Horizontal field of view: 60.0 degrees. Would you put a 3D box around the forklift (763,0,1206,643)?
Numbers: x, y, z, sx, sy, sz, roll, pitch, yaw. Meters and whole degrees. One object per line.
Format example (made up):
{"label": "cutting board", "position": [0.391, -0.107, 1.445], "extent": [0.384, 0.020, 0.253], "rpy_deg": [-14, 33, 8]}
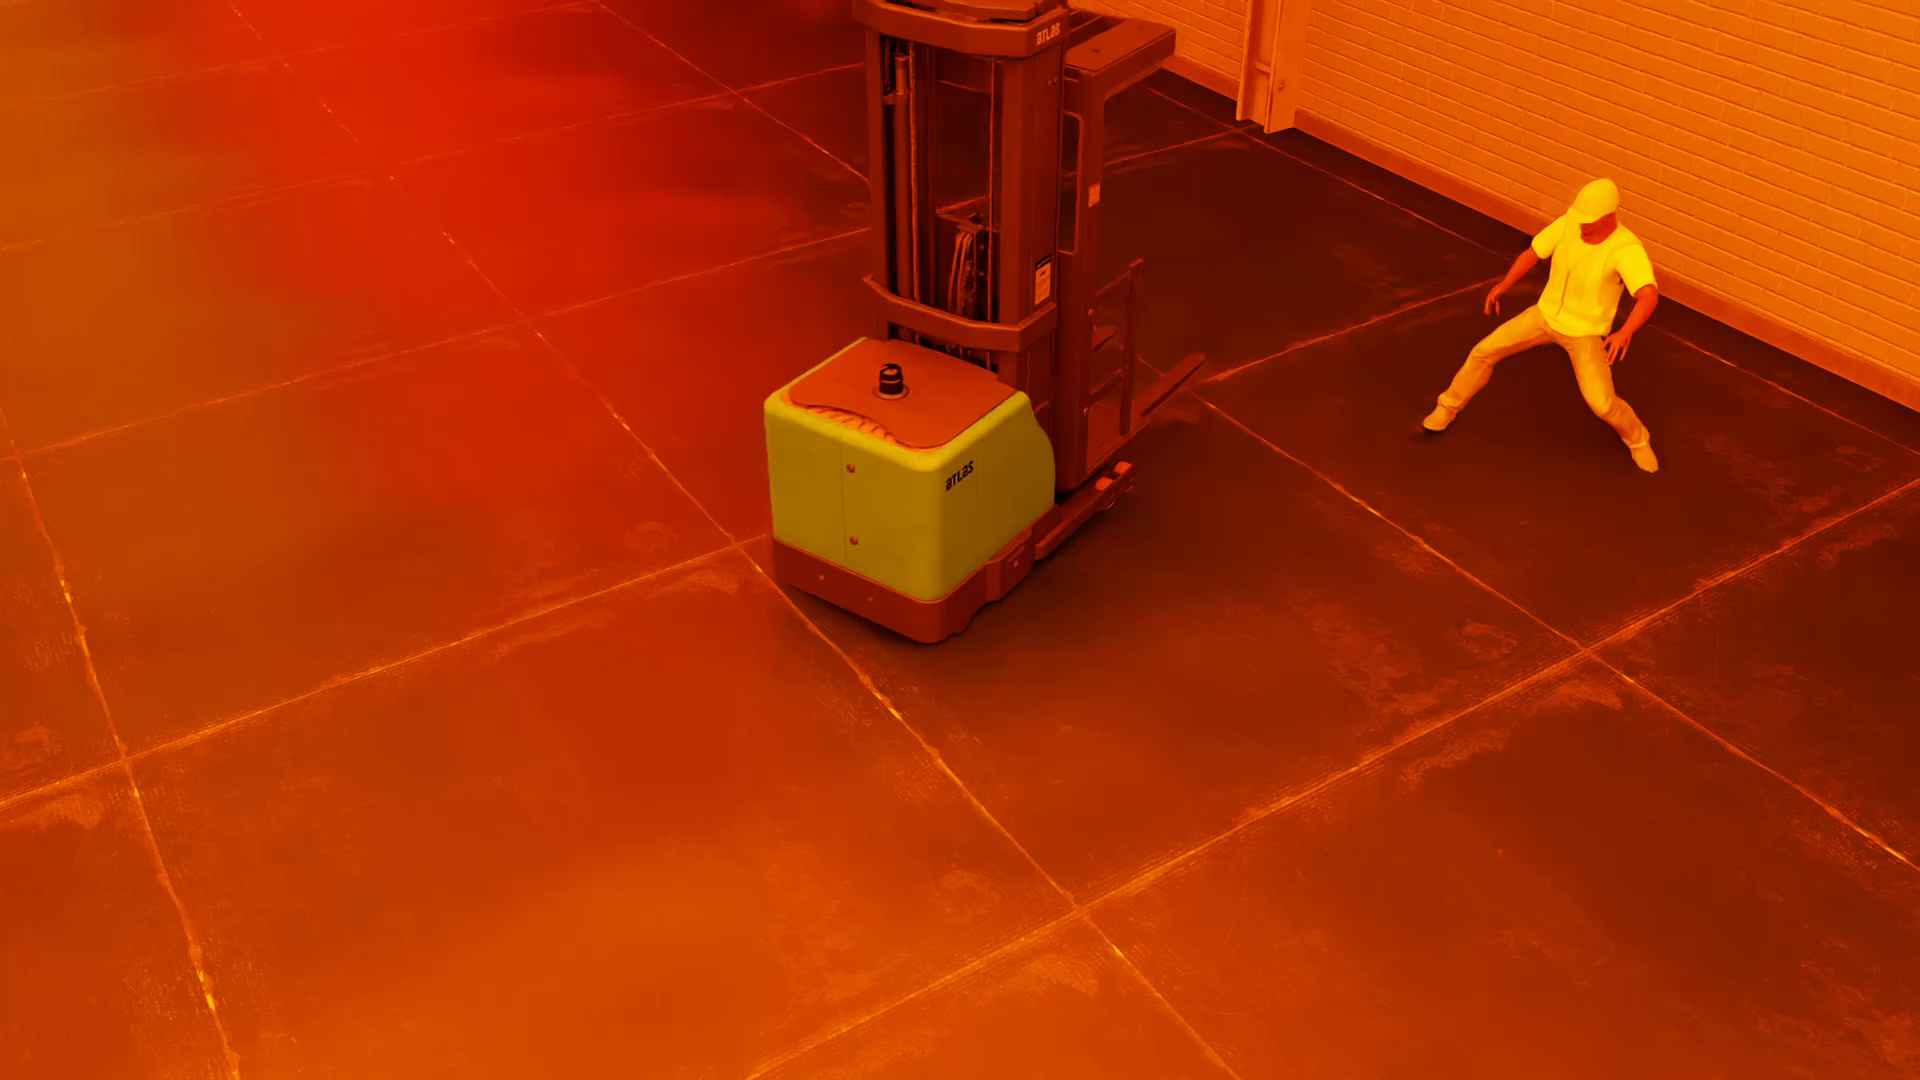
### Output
{"label": "forklift", "position": [0.319, -1.513, 8.301], "extent": [1.130, 2.935, 3.031], "rpy_deg": [22, 41, 28]}

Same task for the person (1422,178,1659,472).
{"label": "person", "position": [3.298, -1.173, 9.023], "extent": [0.979, 1.599, 1.073], "rpy_deg": [-20, 40, -26]}
